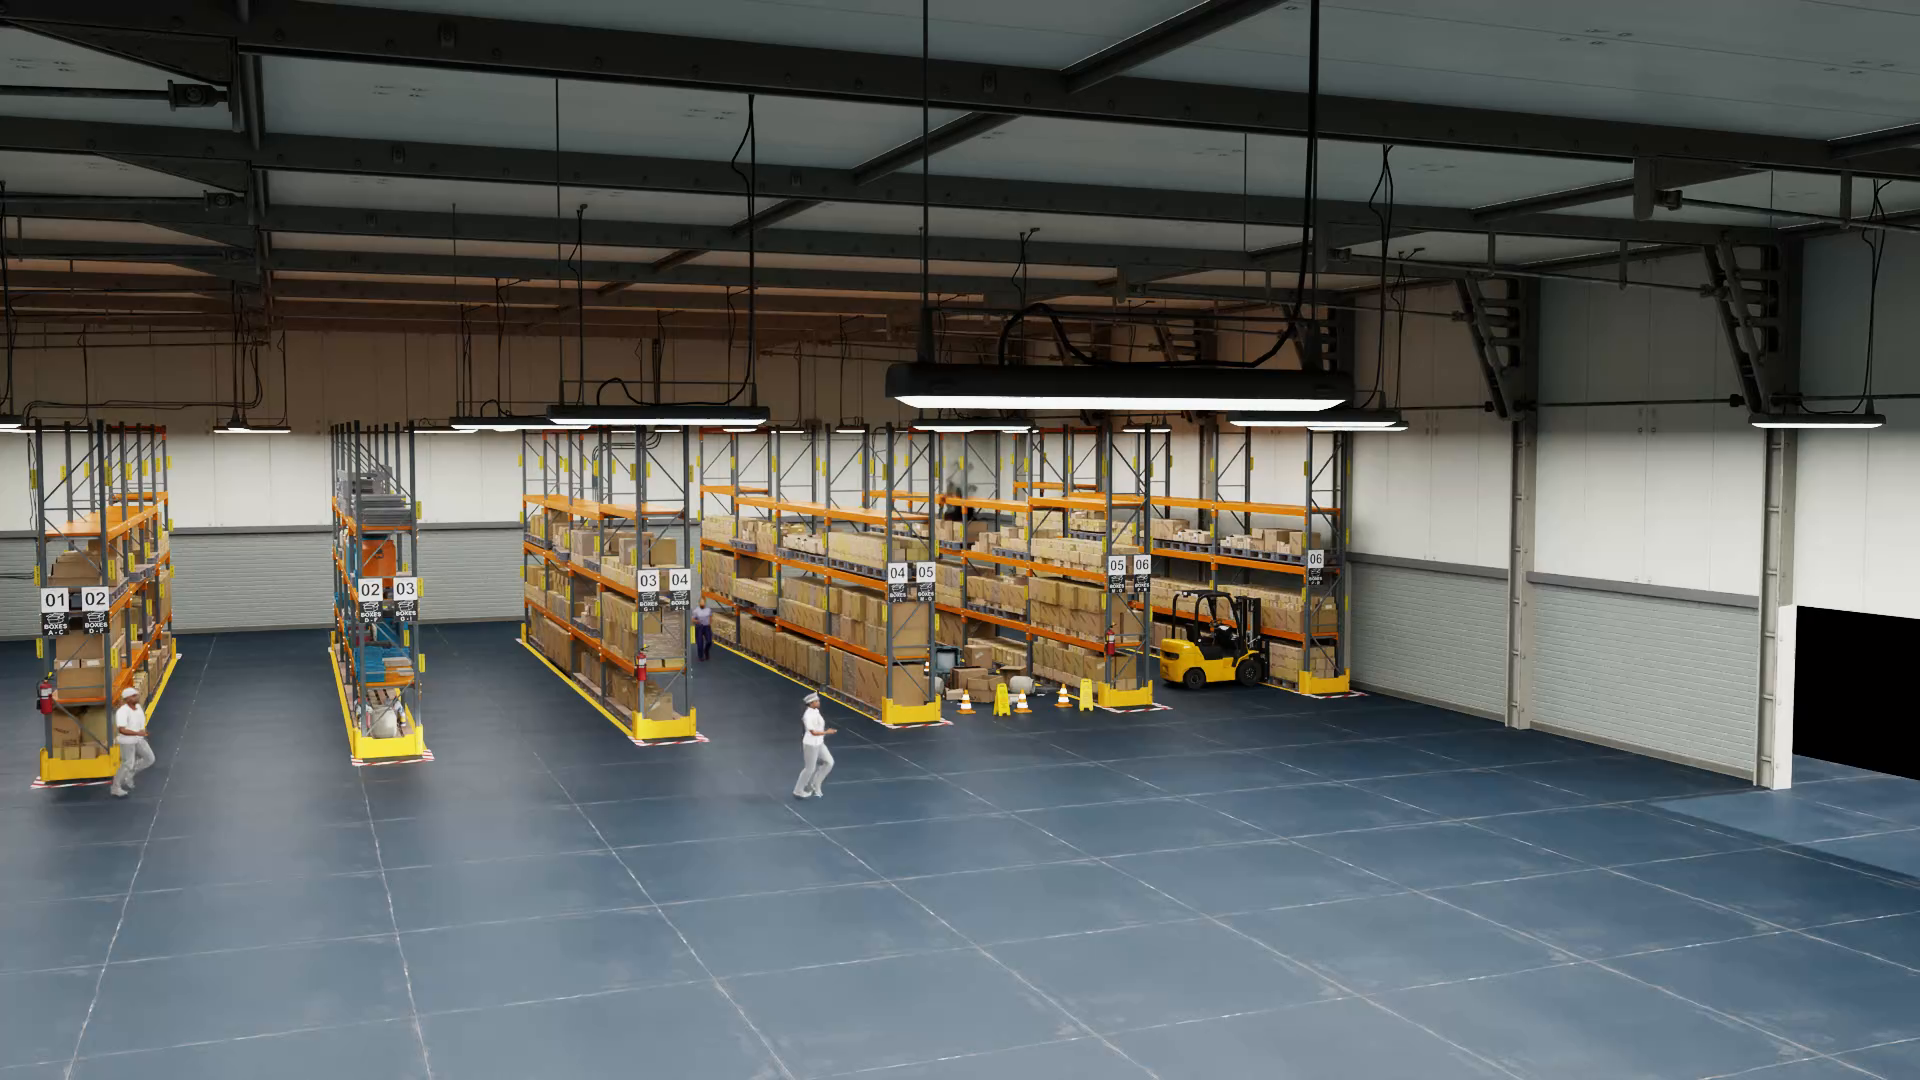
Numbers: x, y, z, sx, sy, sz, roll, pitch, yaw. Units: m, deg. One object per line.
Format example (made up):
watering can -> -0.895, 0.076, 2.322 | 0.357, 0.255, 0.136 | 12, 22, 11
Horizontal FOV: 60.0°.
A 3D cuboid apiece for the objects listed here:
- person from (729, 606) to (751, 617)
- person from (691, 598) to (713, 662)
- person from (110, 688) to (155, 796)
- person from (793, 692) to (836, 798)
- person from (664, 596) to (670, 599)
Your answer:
person -> -6.623, 1.763, 49.558 | 0.872, 1.801, 0.759 | 2, 4, 29
person -> -6.485, 2.284, 42.072 | 0.591, 1.618, 0.576 | -1, 4, -19
person -> -13.168, 3.196, 26.506 | 0.740, 1.717, 0.731 | 0, 4, 8
person -> -2.286, 3.238, 26.247 | 0.688, 1.706, 0.544 | 1, 4, 10
person -> -8.464, 2.008, 47.072 | 0.722, 1.564, 0.519 | 0, 4, -7
